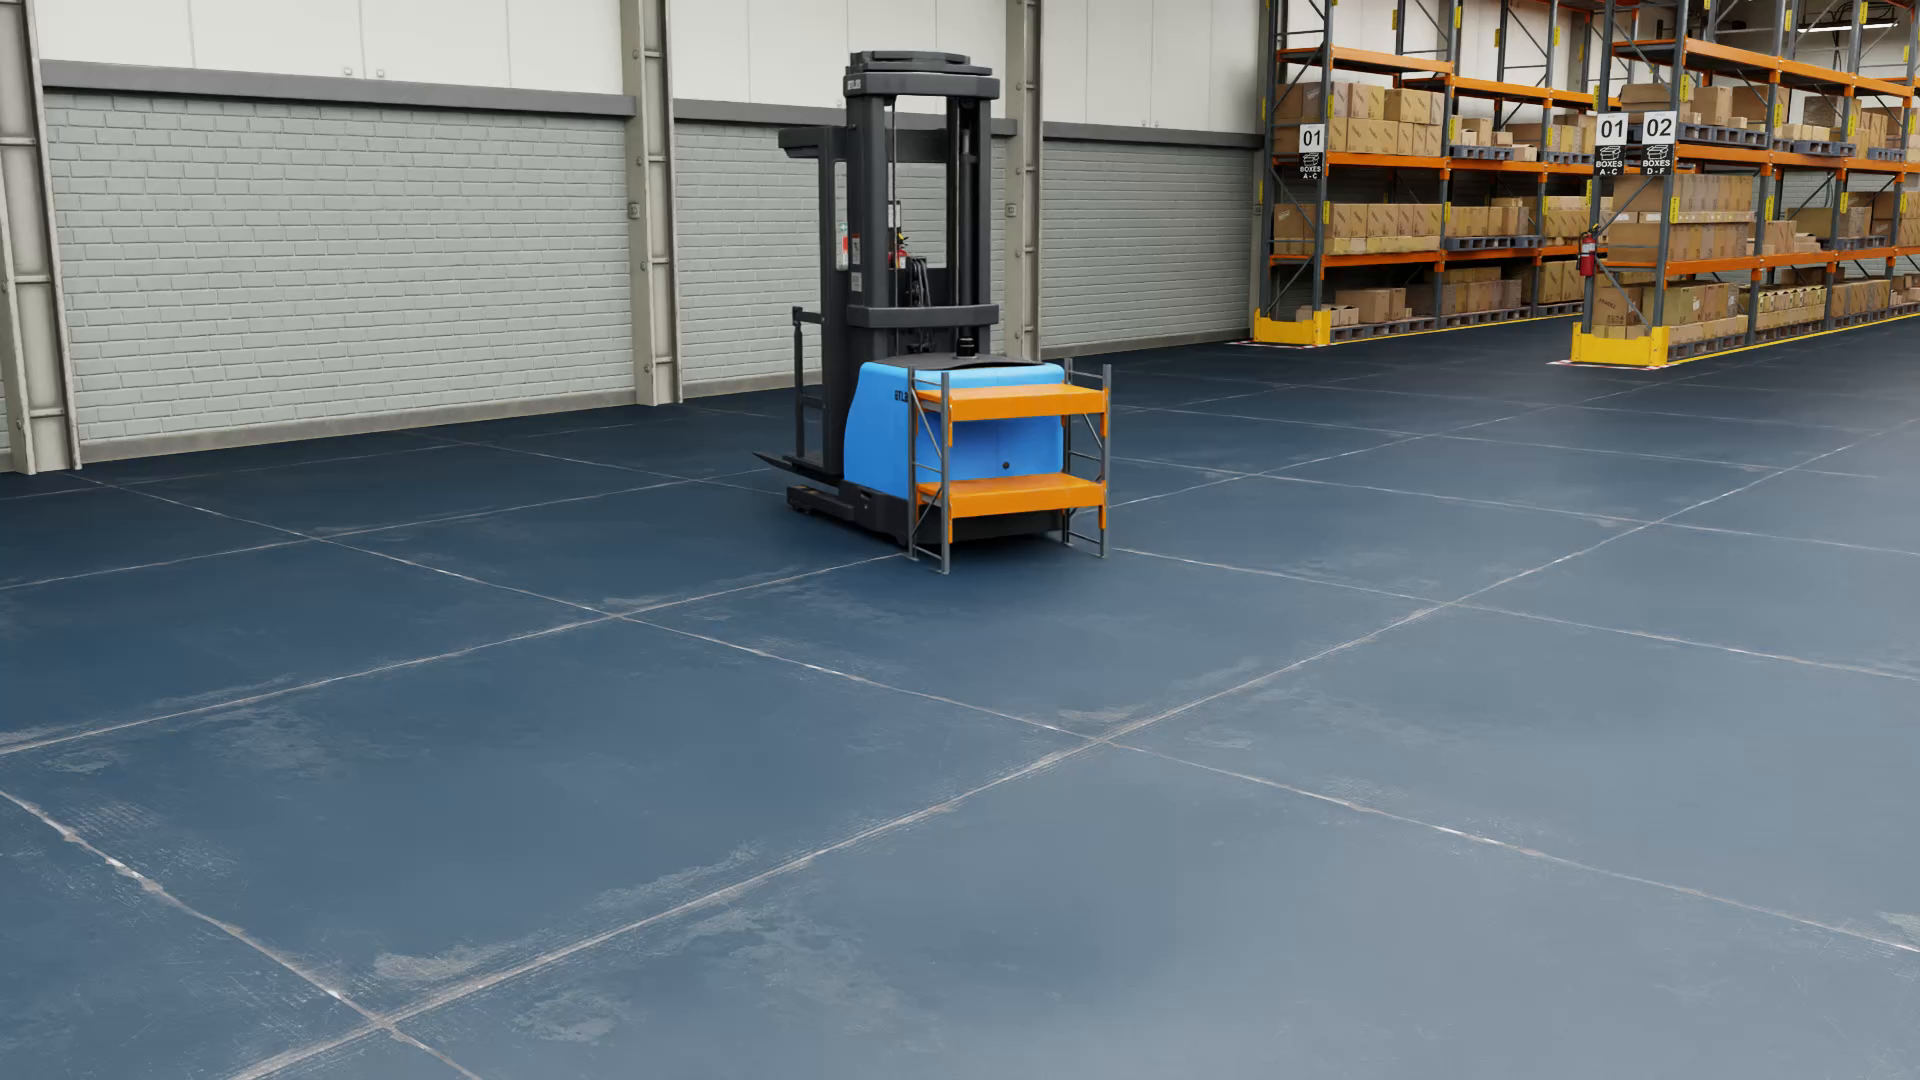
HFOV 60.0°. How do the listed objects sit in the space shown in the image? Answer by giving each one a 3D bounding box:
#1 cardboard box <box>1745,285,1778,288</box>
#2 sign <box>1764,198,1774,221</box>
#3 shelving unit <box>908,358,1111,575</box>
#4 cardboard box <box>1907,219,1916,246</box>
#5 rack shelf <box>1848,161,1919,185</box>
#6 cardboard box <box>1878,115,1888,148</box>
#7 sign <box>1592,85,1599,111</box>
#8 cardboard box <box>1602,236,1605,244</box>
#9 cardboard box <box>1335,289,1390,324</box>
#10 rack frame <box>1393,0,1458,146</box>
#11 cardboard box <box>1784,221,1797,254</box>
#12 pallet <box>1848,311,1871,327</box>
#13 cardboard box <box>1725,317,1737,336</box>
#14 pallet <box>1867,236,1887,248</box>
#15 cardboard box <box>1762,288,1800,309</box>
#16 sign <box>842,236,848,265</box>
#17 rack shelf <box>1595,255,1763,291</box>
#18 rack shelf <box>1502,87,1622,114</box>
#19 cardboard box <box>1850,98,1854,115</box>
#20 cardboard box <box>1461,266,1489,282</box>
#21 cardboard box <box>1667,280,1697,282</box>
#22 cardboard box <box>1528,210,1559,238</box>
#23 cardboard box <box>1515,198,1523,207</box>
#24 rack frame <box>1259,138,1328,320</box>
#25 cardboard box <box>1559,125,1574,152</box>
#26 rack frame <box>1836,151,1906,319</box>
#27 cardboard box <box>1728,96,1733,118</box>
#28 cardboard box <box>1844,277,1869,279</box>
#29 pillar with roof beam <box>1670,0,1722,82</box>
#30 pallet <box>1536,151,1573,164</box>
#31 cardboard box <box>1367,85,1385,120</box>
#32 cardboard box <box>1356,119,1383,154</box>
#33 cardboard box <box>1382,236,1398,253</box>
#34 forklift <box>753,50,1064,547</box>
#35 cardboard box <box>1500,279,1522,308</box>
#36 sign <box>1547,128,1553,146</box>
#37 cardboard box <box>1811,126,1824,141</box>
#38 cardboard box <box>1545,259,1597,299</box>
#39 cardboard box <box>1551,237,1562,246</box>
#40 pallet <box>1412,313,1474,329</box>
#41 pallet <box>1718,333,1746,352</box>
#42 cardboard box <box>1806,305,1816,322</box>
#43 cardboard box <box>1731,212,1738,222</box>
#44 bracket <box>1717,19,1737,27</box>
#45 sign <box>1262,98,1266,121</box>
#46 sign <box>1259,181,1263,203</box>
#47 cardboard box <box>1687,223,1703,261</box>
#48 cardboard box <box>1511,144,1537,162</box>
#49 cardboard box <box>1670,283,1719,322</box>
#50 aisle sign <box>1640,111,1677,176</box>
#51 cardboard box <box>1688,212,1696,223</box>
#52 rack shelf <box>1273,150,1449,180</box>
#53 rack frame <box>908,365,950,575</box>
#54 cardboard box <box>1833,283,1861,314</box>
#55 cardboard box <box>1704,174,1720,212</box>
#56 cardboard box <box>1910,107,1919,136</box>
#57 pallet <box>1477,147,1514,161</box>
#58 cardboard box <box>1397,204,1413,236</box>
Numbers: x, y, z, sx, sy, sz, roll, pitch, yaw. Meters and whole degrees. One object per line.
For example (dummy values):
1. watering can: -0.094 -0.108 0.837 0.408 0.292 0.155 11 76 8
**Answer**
1. cardboard box: 13.062 -4.005 27.119 0.500 0.311 0.500 9 15 39
2. sign: 11.746 -4.793 24.137 0.100 0.325 0.005 10 15 40
3. shelving unit: 0.281 -0.444 9.563 1.048 1.125 0.538 -5 12 -25
4. cardboard box: 17.486 -5.743 31.049 0.500 0.500 0.500 10 15 41
5. rack shelf: 17.929 -6.991 31.731 1.077 0.370 4.000 10 15 40
6. cardboard box: 16.221 -7.288 29.803 0.600 0.600 0.600 8 14 35
7. sign: 8.289 -5.751 21.630 0.100 0.325 0.005 10 15 40
8. cardboard box: 12.521 -5.946 32.912 0.380 0.149 0.250 10 15 42
9. cardboard box: 6.387 -3.718 26.426 0.700 0.500 0.500 9 14 37
10. rack frame: 7.605 -7.983 27.204 1.000 3.000 0.127 10 15 40
11. cardboard box: 12.873 -4.790 26.278 0.500 0.500 0.500 9 14 37
12. pallet: 15.295 -3.906 29.227 1.003 0.211 1.213 10 15 40
13. cardboard box: 10.849 -3.090 23.971 0.500 0.250 0.500 10 15 40
14. pallet: 16.000 -5.380 29.982 1.003 0.211 1.213 10 15 40
15. cardboard box: 12.802 -3.789 26.037 0.500 0.311 0.500 10 15 42
16. sign: -1.287 -3.375 19.361 0.001 0.329 0.234 10 15 40
17. rack shelf: 10.008 -3.754 23.185 1.077 0.370 4.000 10 15 40
18. rack shelf: 11.565 -8.317 31.733 1.077 0.370 4.000 10 15 40
19. cardboard box: 14.598 -7.138 27.826 0.500 0.500 0.500 10 15 40
20. cardboard box: 9.050 -4.722 29.541 0.500 0.250 0.500 10 15 40
21. cardboard box: 10.463 -3.524 24.230 0.500 0.500 0.500 10 15 40
22. cardboard box: 10.758 -5.873 30.889 0.500 0.500 0.500 10 15 42
23. cardboard box: 10.040 -6.158 30.348 0.380 0.149 0.250 7 14 33
24. rack frame: 4.964 -4.452 24.845 1.000 3.000 0.127 10 15 40
25. cardboard box: 11.207 -7.608 31.609 0.700 0.500 0.500 11 16 43
26. rack frame: 16.609 -5.578 30.481 1.000 3.000 0.127 10 15 40
27. cardboard box: 10.798 -6.156 24.029 0.500 0.500 0.500 -11 15 -43
28. cardboard box: 16.772 -4.689 31.286 0.500 0.500 0.500 10 15 40
29. pillar with roof beam: 19.892 -9.701 35.806 9.100 9.000 0.548 10 15 40
30. pallet: 10.630 -7.109 30.971 1.213 0.211 1.003 11 16 43
31. cardboard box: 6.100 -6.642 25.290 0.500 0.500 0.500 10 15 42
32. cardboard box: 6.094 -6.150 25.382 0.500 0.500 0.500 11 16 43
33. cardboard box: 6.533 -4.646 26.146 0.500 0.250 0.500 10 15 41
34. forklift: -0.510 -1.642 10.951 1.130 2.935 3.031 -6 13 -28
35. cardboard box: 9.809 -4.507 30.376 0.700 0.500 0.500 10 15 41
36. sign: 10.651 -7.284 30.041 0.100 0.325 0.005 10 15 40
37. cardboard box: 13.379 -6.439 26.446 0.500 0.250 0.500 10 15 42
38. cardboard box: 11.970 -5.126 32.634 0.750 0.750 0.750 10 15 42
39. cardboard box: 11.048 -5.599 31.174 0.380 0.149 0.250 10 15 42
40. pallet: 8.117 -3.788 28.639 1.003 0.211 1.213 10 15 40
41. pallet: 10.772 -2.922 24.302 1.003 0.211 1.213 10 15 40
42. cardboard box: 13.467 -3.662 26.835 0.500 0.250 0.500 10 15 40
43. cardboard box: 10.801 -4.587 23.606 0.380 0.149 0.250 10 15 40
44. bracket: 18.374 -12.300 39.626 0.076 0.066 3.189 10 15 40
45. sign: 4.561 -6.432 24.839 0.100 0.325 0.005 10 15 40
46. sign: 4.561 -5.250 25.075 0.100 0.325 0.005 10 15 40
47. cardboard box: 9.681 -4.079 22.719 0.700 0.500 0.500 10 15 41
48. cardboard box: 9.973 -6.926 29.746 0.500 0.311 0.500 10 15 40
49. cardboard box: 10.201 -3.308 23.150 0.500 0.500 0.500 10 15 40
50. aisle sign: 8.874 -5.038 21.140 0.394 0.787 0.004 10 15 40
51. cardboard box: 9.615 -4.322 22.281 0.380 0.149 0.250 9 15 39
52. rack shelf: 6.284 -5.865 26.095 1.077 0.370 4.000 10 15 40
53. rack frame: -0.178 -0.401 9.349 0.032 1.125 0.500 -5 12 -25
54. cardboard box: 15.160 -4.160 28.642 0.500 0.500 0.500 10 15 40
55. cardboard box: 10.046 -4.799 23.011 0.700 0.500 0.500 10 15 40
56. cardboard box: 17.338 -7.720 30.739 0.700 0.500 0.500 10 15 40
57. pallet: 8.774 -6.650 28.668 1.213 0.211 1.003 10 15 40
58. cardboard box: 6.859 -5.089 26.447 0.500 0.500 0.500 9 15 39
